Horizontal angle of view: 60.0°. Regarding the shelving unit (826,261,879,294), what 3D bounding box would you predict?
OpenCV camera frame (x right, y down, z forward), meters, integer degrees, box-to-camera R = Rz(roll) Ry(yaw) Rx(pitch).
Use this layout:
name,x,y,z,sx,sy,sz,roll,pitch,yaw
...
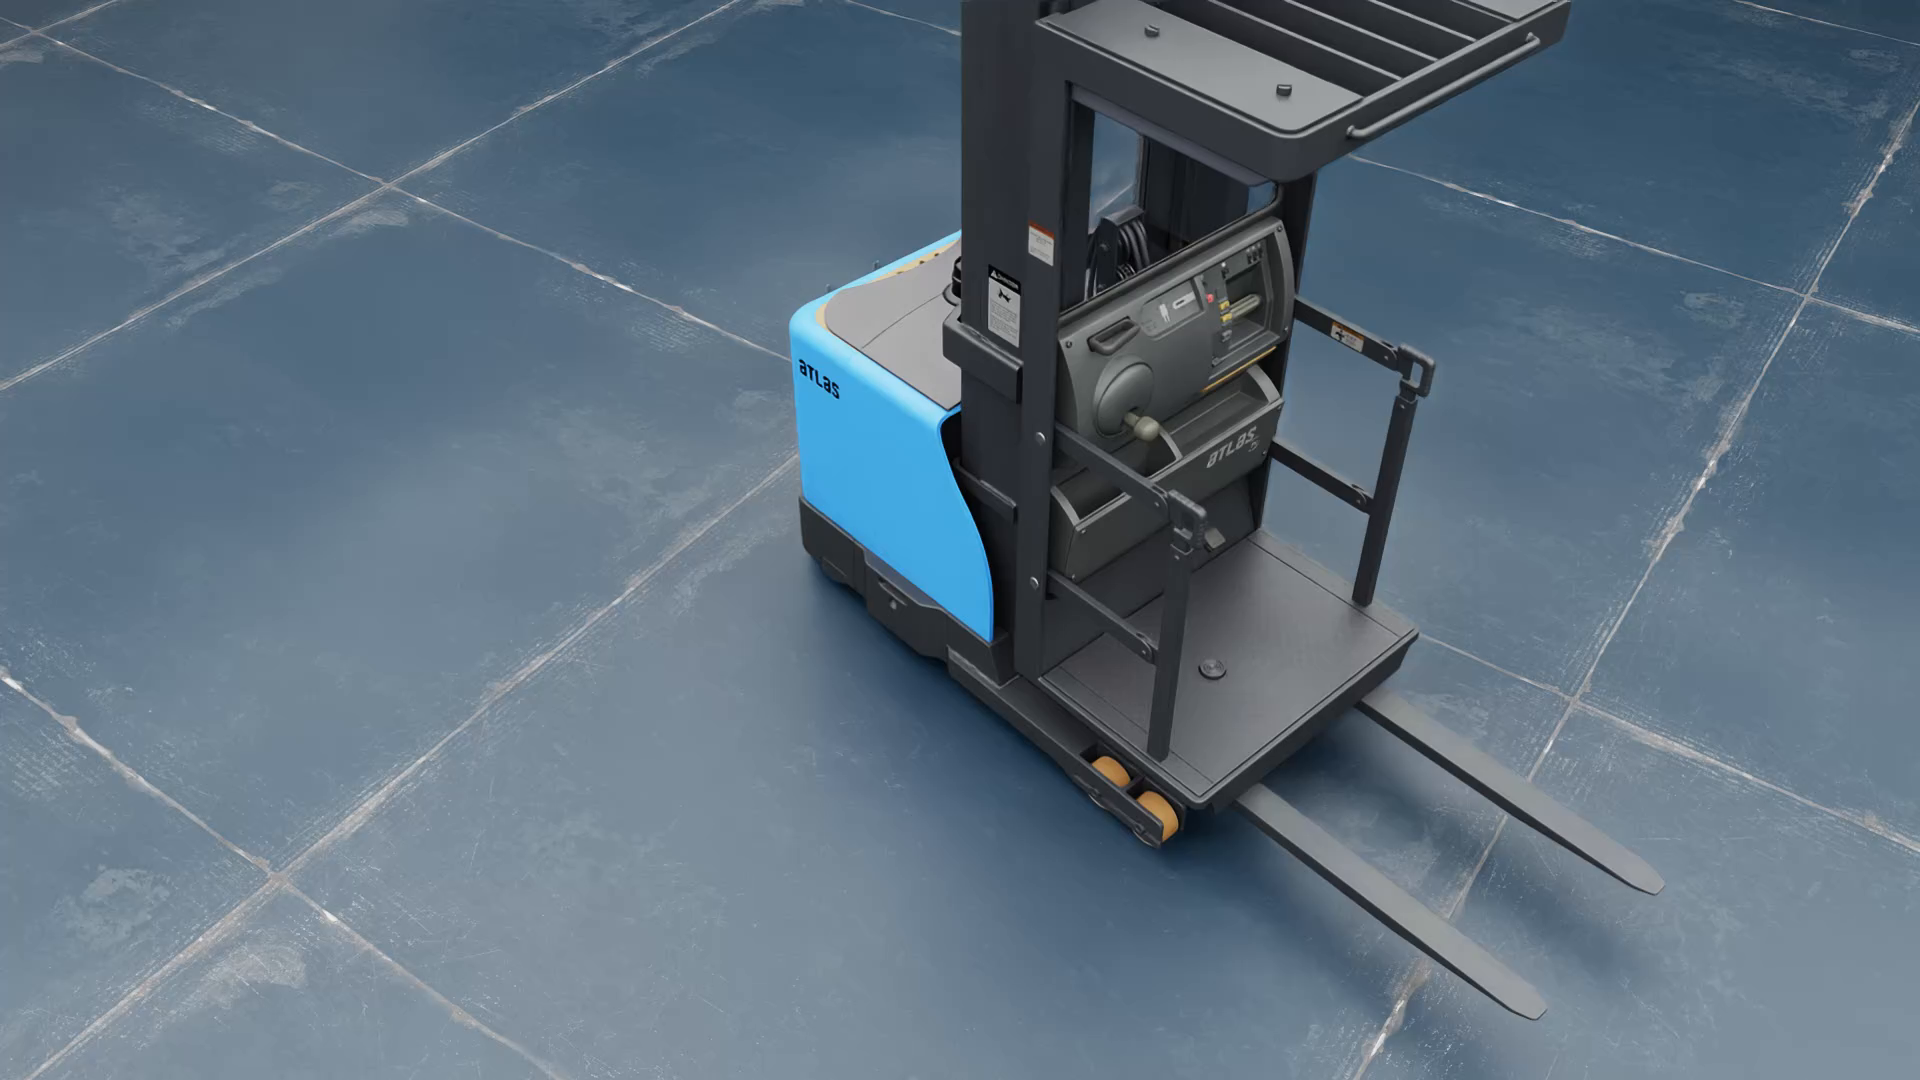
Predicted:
name,x,y,z,sx,sy,sz,roll,pitch,yaw
shelving unit,-0.317,-0.572,6.215,0.258,0.900,0.210,-31,50,-30

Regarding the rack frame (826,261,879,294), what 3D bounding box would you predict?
name,x,y,z,sx,sy,sz,roll,pitch,yaw
rack frame,-0.385,-0.622,6.271,0.240,0.900,0.006,-31,50,-30

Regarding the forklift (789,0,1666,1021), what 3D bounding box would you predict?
name,x,y,z,sx,sy,sz,roll,pitch,yaw
forklift,0.779,-0.531,4.645,1.130,2.935,3.031,-31,50,-30
